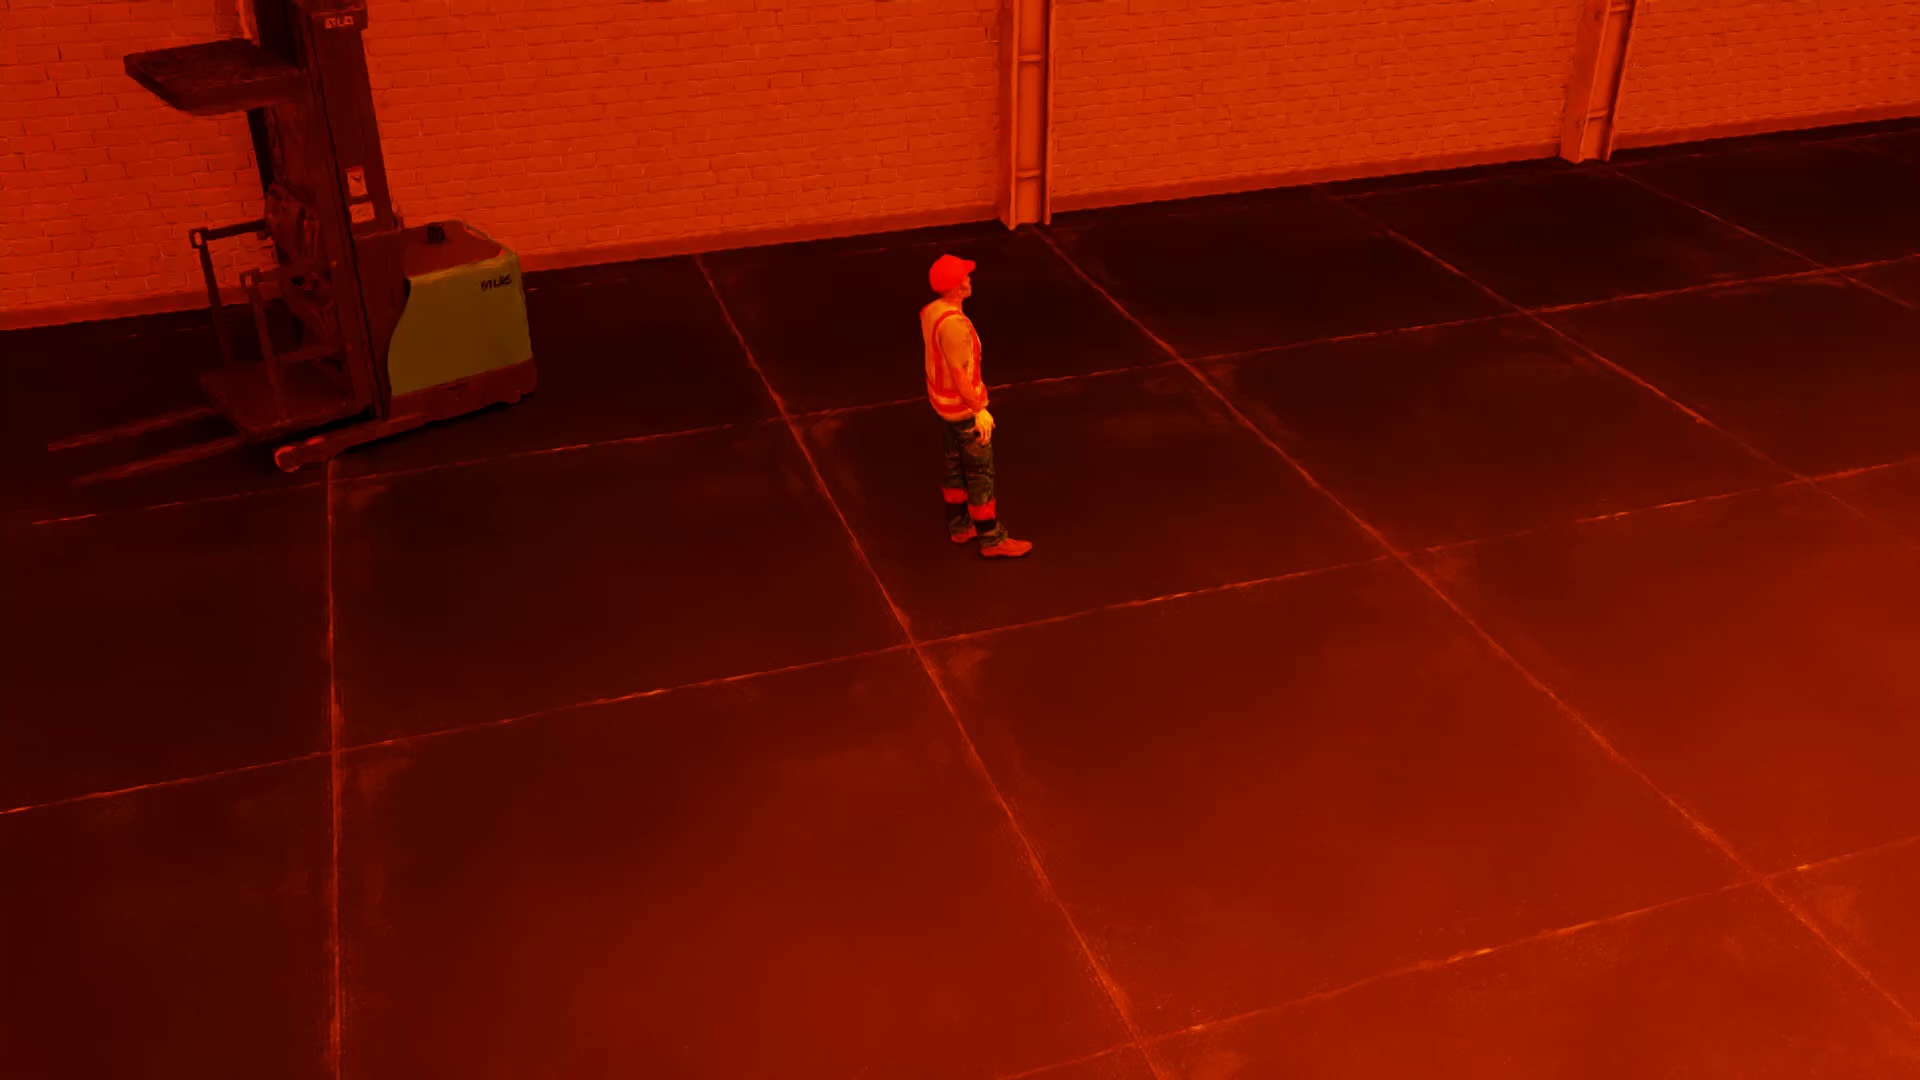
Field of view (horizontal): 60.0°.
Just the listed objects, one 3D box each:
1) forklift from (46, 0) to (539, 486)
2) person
[{"bbox_3d":[-4.444,-2.010,10.581,3.031,2.935,1.130,-22,36,-33],"label":"forklift"},{"bbox_3d":[0.080,-0.789,9.589,0.563,1.787,0.637,-10,31,-16],"label":"person"}]
